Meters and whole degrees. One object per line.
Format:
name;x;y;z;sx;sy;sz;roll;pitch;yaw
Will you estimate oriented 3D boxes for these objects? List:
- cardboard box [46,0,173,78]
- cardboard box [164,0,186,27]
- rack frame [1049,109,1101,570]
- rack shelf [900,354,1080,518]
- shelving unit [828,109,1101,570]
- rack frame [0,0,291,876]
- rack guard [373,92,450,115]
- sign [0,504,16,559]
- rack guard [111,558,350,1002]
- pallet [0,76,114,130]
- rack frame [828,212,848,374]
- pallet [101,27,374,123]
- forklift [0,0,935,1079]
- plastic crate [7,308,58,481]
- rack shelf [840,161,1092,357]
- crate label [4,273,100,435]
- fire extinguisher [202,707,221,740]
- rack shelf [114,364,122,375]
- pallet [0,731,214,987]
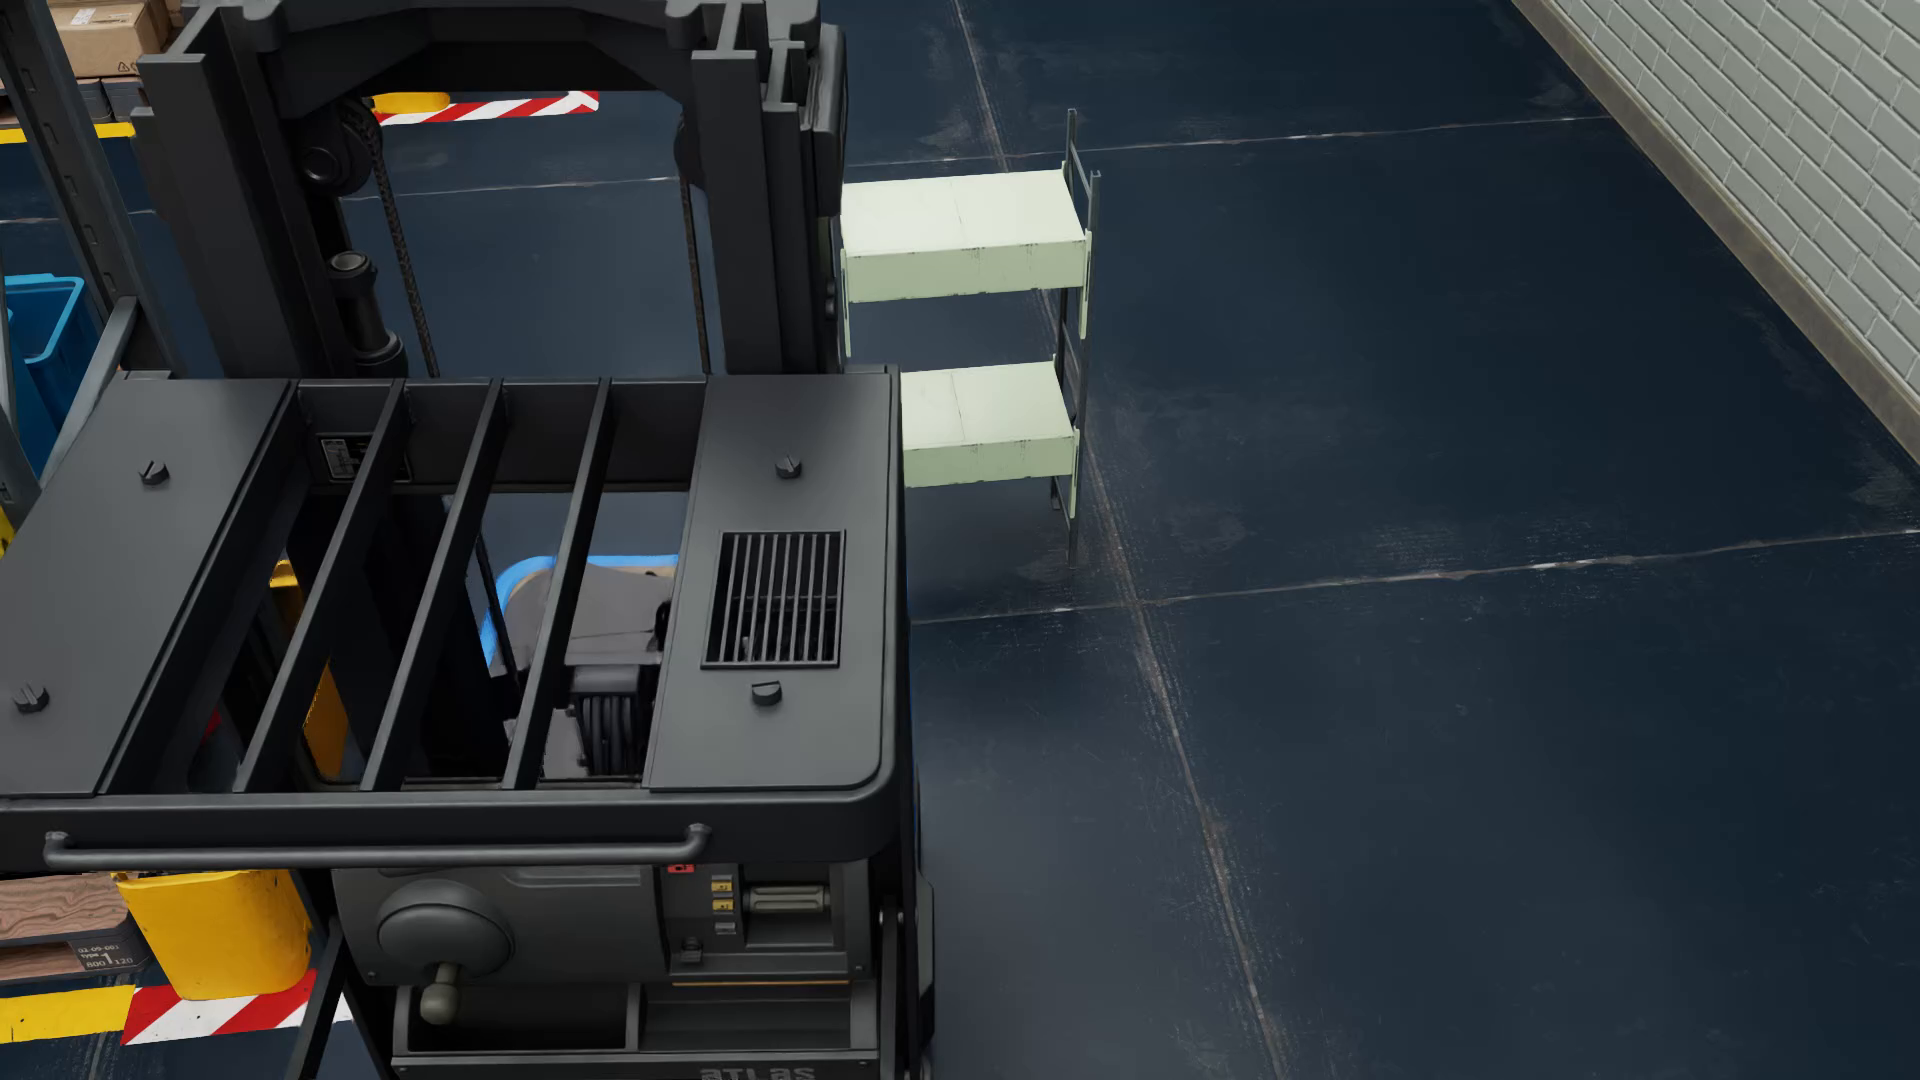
cardboard box;-4.106;-2.440;7.940;0.500;0.250;0.500;-5;42;-6
cardboard box;-3.724;-2.811;8.352;0.500;0.250;0.500;-5;42;-6
rack frame;0.356;-0.588;5.282;0.023;1.500;0.400;-5;42;-6
rack shelf;-0.007;-0.314;5.465;0.720;0.370;0.431;-5;42;-6
shelving unit;-0.007;-0.556;5.247;0.755;1.500;0.431;-5;42;-6
rack frame;-2.014;-0.281;3.822;0.127;3.000;1.000;-5;42;-6
rack guard;-2.728;-2.636;8.299;0.348;0.500;1.175;-5;42;-6
sign;-1.927;0.022;3.364;0.005;0.325;0.100;-5;42;-6
rack guard;-1.992;0.636;4.671;0.348;0.500;1.175;-5;42;-6
pallet;-4.726;-2.355;8.204;1.213;0.211;1.003;-5;42;-6
rack frame;-0.370;-0.525;5.212;0.023;1.500;0.400;-5;42;-6
pallet;-3.518;-2.459;8.319;1.213;0.211;1.003;-5;42;-6
forklift;-0.619;0.728;2.754;1.130;2.935;3.031;-1;42;-1
plastic crate;-2.322;-0.163;3.620;0.499;0.435;0.616;-5;42;-6
rack shelf;-0.007;-0.846;4.986;0.720;0.370;0.431;-5;42;-6
crate label;-2.302;-0.438;4.077;0.303;0.233;0.416;-5;42;-6
fire extinguisher;-1.806;0.175;3.653;0.183;0.674;0.296;-5;42;-6
rack shelf;-3.997;0.160;3.870;4.000;0.370;1.077;-5;42;-6
pallet;-2.837;0.800;4.705;1.213;0.211;1.003;-5;42;-6
